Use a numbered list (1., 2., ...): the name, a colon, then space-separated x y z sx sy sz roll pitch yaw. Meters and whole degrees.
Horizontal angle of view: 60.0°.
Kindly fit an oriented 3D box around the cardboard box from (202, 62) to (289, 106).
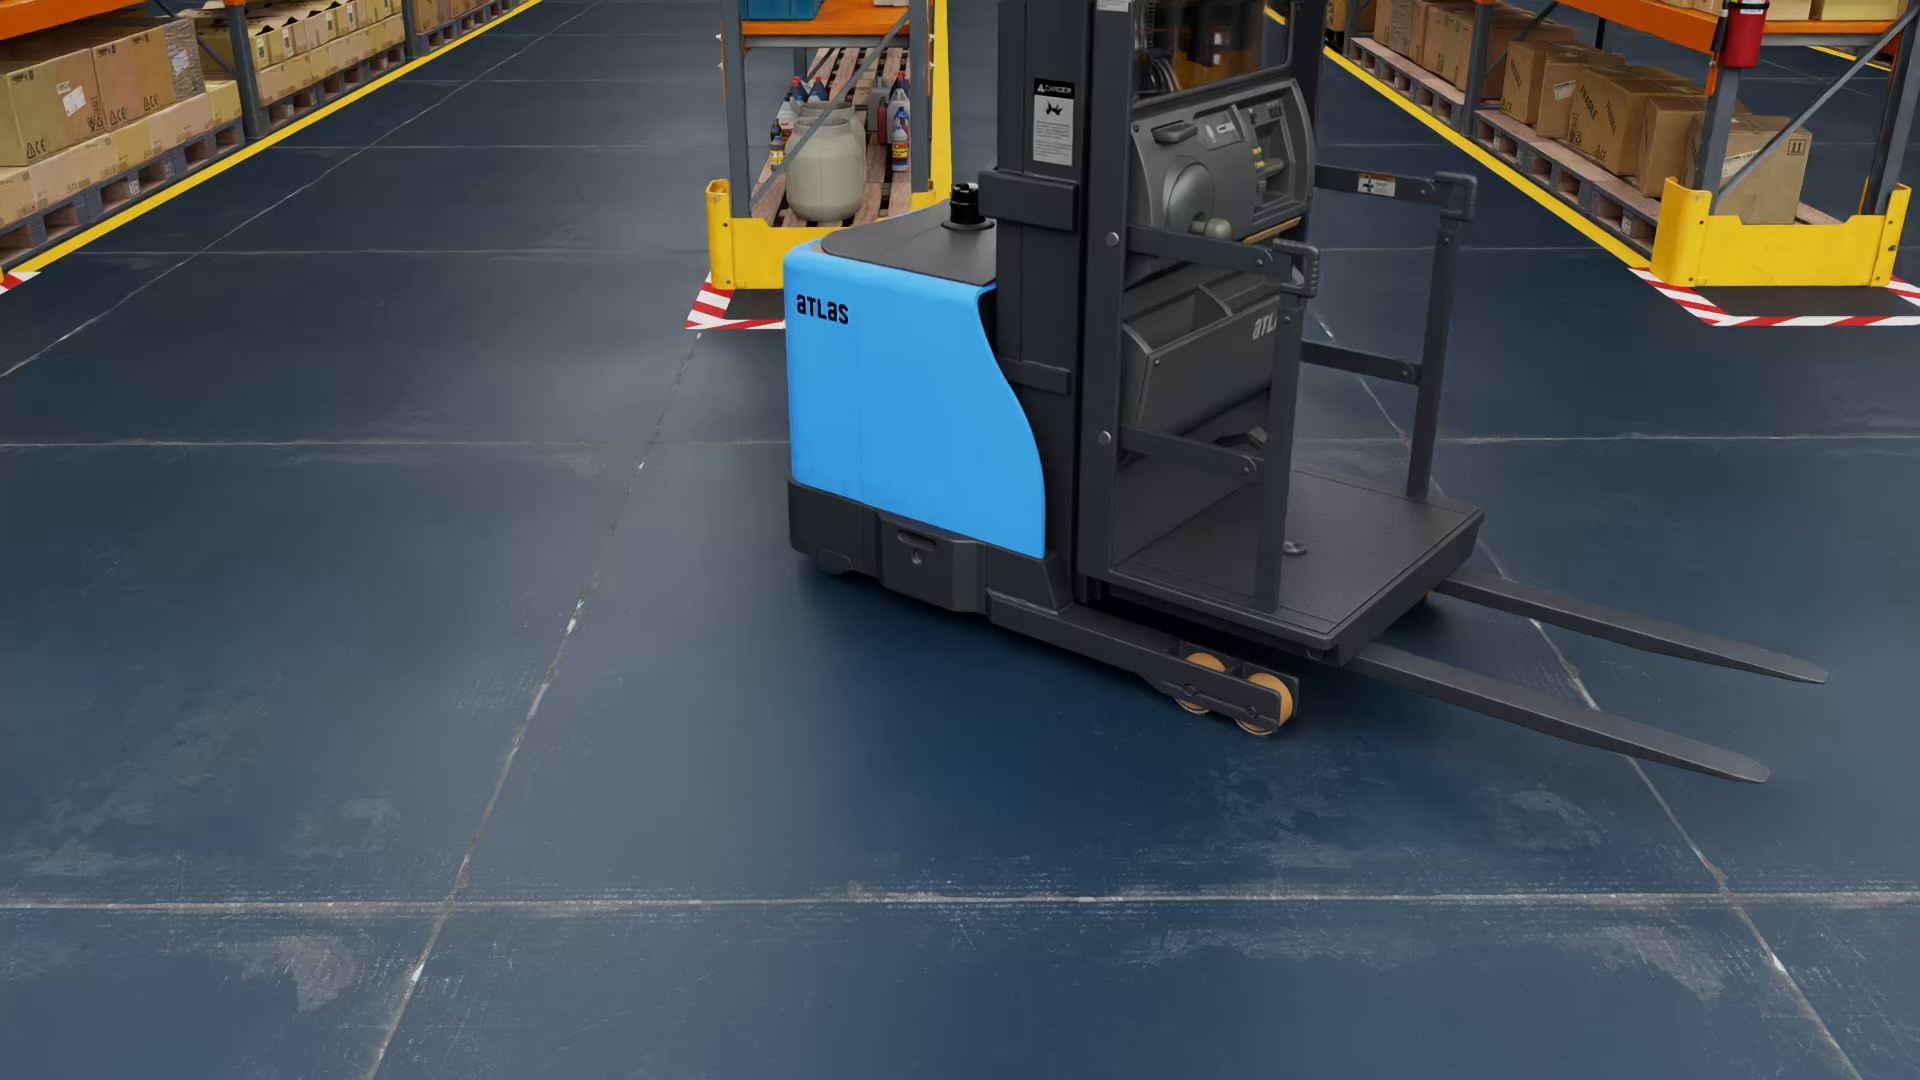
1. cardboard box: -5.417 -3.439 12.541 0.500 0.250 0.500 -1 24 -2

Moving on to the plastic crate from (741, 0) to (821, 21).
1. plastic crate: -0.969 -2.843 8.577 0.499 0.251 0.616 0 24 -1

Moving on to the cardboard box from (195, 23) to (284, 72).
1. cardboard box: -5.416 -3.699 12.435 0.500 0.311 0.500 0 24 0

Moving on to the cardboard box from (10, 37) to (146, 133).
1. cardboard box: -5.414 -2.805 10.230 0.500 0.500 0.500 0 24 -1

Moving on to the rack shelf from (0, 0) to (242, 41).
1. rack shelf: -5.639 -3.182 10.017 1.077 0.370 4.000 0 24 -1

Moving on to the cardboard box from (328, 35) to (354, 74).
1. cardboard box: -5.435 -4.073 13.942 0.500 0.250 0.500 0 24 0

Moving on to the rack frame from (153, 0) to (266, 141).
1. rack frame: -5.661 -4.333 11.691 1.000 3.000 0.127 0 24 -1

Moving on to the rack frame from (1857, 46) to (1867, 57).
1. rack frame: 9.162 -6.005 15.388 1.000 3.000 0.127 0 24 -1

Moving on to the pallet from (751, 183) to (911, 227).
1. pallet: -0.715 -1.801 9.476 1.003 0.211 1.213 0 24 -1

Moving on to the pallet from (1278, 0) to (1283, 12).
1. pallet: 4.242 -6.085 18.948 1.003 0.211 1.213 0 24 -1

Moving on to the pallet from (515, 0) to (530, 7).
1. pallet: -5.755 -6.642 20.180 1.003 0.211 1.213 0 24 -1

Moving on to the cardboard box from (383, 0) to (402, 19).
1. cardboard box: -5.452 -4.961 15.225 0.500 0.311 0.500 0 24 1

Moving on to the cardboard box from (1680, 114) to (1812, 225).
1. cardboard box: 4.299 -2.038 9.140 0.500 0.500 0.500 4 25 9

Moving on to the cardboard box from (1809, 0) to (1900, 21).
1. cardboard box: 4.524 -2.732 8.456 0.380 0.149 0.250 0 24 -1

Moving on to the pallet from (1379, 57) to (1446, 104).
1. pallet: 4.219 -3.931 14.185 1.003 0.211 1.213 0 24 -1

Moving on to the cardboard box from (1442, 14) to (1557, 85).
1. cardboard box: 4.273 -3.888 13.205 0.700 0.500 0.500 0 24 -1

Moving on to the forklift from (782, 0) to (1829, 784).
1. forklift: 0.909 -1.047 4.509 3.031 2.935 1.130 18 30 34

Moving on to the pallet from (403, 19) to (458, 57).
1. pallet: -5.675 -5.019 16.591 1.003 0.211 1.213 0 24 -1

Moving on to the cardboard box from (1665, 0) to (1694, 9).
1. cardboard box: 4.023 -2.936 8.906 0.380 0.149 0.250 0 24 -1

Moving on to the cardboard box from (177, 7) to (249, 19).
1. cardboard box: -5.967 -4.113 13.351 0.500 0.311 0.500 0 24 -1

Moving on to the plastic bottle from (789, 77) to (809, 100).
1. plastic bottle: -1.114 -3.013 11.453 0.144 0.351 0.185 0 24 1

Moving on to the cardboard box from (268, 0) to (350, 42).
1. cardboard box: -5.434 -4.332 13.836 0.500 0.311 0.500 0 24 1

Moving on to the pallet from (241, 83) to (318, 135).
1. pallet: -5.708 -3.366 12.937 1.003 0.211 1.213 0 24 -1

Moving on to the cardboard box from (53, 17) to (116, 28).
1. cardboard box: -5.955 -3.215 11.136 0.500 0.500 0.500 0 24 -1

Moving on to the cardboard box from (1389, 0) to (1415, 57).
1. cardboard box: 4.248 -4.582 14.740 0.700 0.500 0.500 -2 24 -5

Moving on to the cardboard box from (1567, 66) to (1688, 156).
1. cardboard box: 4.309 -2.772 10.764 0.500 0.500 0.500 -2 24 -5

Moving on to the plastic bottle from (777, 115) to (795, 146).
1. plastic bottle: -1.098 -2.524 10.462 0.152 0.276 0.135 0 24 0

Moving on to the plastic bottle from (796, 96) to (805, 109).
1. plastic bottle: -1.073 -2.839 11.164 0.097 0.271 0.097 0 24 0

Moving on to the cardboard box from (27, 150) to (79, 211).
1. cardboard box: -5.410 -2.052 9.473 0.500 0.250 0.500 0 24 -1

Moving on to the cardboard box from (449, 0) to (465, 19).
1. cardboard box: -5.435 -5.654 17.112 0.500 0.500 0.500 -1 24 -1

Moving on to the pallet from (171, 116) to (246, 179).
1. pallet: -5.694 -2.735 11.541 1.003 0.211 1.213 0 24 -1

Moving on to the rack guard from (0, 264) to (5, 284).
1. rack guard: -5.617 -1.536 8.540 1.175 0.500 0.348 0 24 -1

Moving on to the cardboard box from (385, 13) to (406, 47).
1. cardboard box: -5.455 -4.704 15.339 0.500 0.250 0.500 0 24 1

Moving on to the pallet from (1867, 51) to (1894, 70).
1. pallet: 9.095 -4.410 15.244 1.003 0.211 1.213 0 24 -1

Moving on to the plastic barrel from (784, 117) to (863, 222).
1. plastic barrel: -0.748 -2.035 9.118 0.421 0.512 0.421 0 24 0

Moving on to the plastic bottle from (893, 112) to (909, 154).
1. plastic bottle: -0.377 -2.594 10.623 0.097 0.271 0.097 0 24 0

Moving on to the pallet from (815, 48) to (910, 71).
1. pallet: -0.782 -4.412 15.250 1.003 0.211 1.213 0 24 -1

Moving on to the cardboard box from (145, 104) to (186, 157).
1. cardboard box: -5.421 -2.670 10.840 0.500 0.250 0.500 0 24 -1

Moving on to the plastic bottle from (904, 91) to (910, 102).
1. plastic bottle: -0.367 -2.907 11.300 0.061 0.283 0.133 1 24 3

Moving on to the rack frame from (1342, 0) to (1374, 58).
1. rack frame: 4.201 -6.025 15.431 1.000 3.000 0.127 0 24 -1

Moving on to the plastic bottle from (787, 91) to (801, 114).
1. plastic bottle: -1.107 -2.760 10.894 0.144 0.351 0.185 0 24 -1

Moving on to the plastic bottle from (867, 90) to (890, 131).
1. plastic bottle: -0.558 -2.959 11.425 0.152 0.276 0.135 0 24 -1

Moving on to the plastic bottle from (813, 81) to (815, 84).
1. plastic bottle: -1.005 -3.051 11.619 0.061 0.283 0.133 0 24 -1

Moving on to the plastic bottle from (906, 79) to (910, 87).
1. plastic bottle: -0.373 -3.120 11.771 0.061 0.283 0.133 1 24 2

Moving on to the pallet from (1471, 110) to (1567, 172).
1. pallet: 4.288 -2.829 11.750 1.003 0.211 1.213 0 24 -1
